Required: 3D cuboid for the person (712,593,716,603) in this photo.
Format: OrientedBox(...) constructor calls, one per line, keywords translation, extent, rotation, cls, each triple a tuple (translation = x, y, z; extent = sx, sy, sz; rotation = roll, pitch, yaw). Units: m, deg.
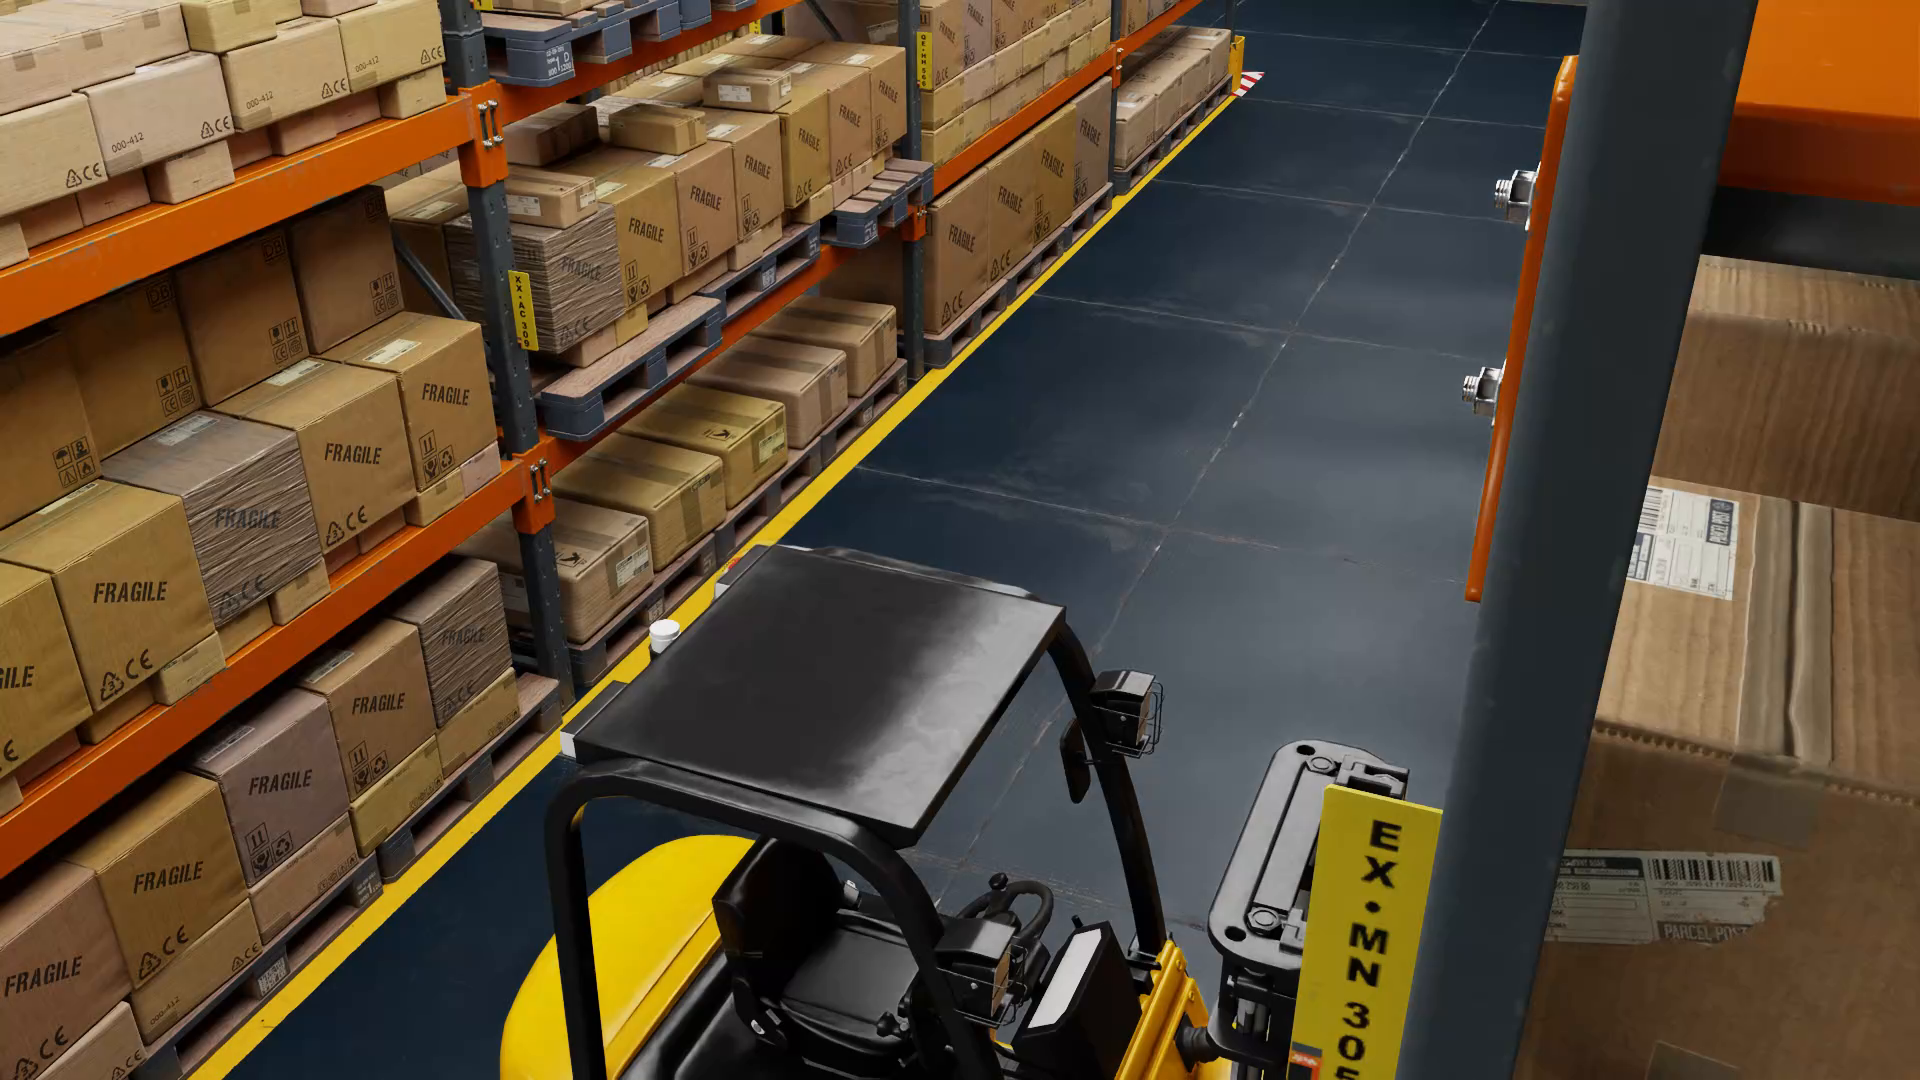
OrientedBox(translation=(-0.737, 0.442, 7.069), extent=(0.570, 1.056, 0.859), rotation=(11, 31, 19), cls="person")
